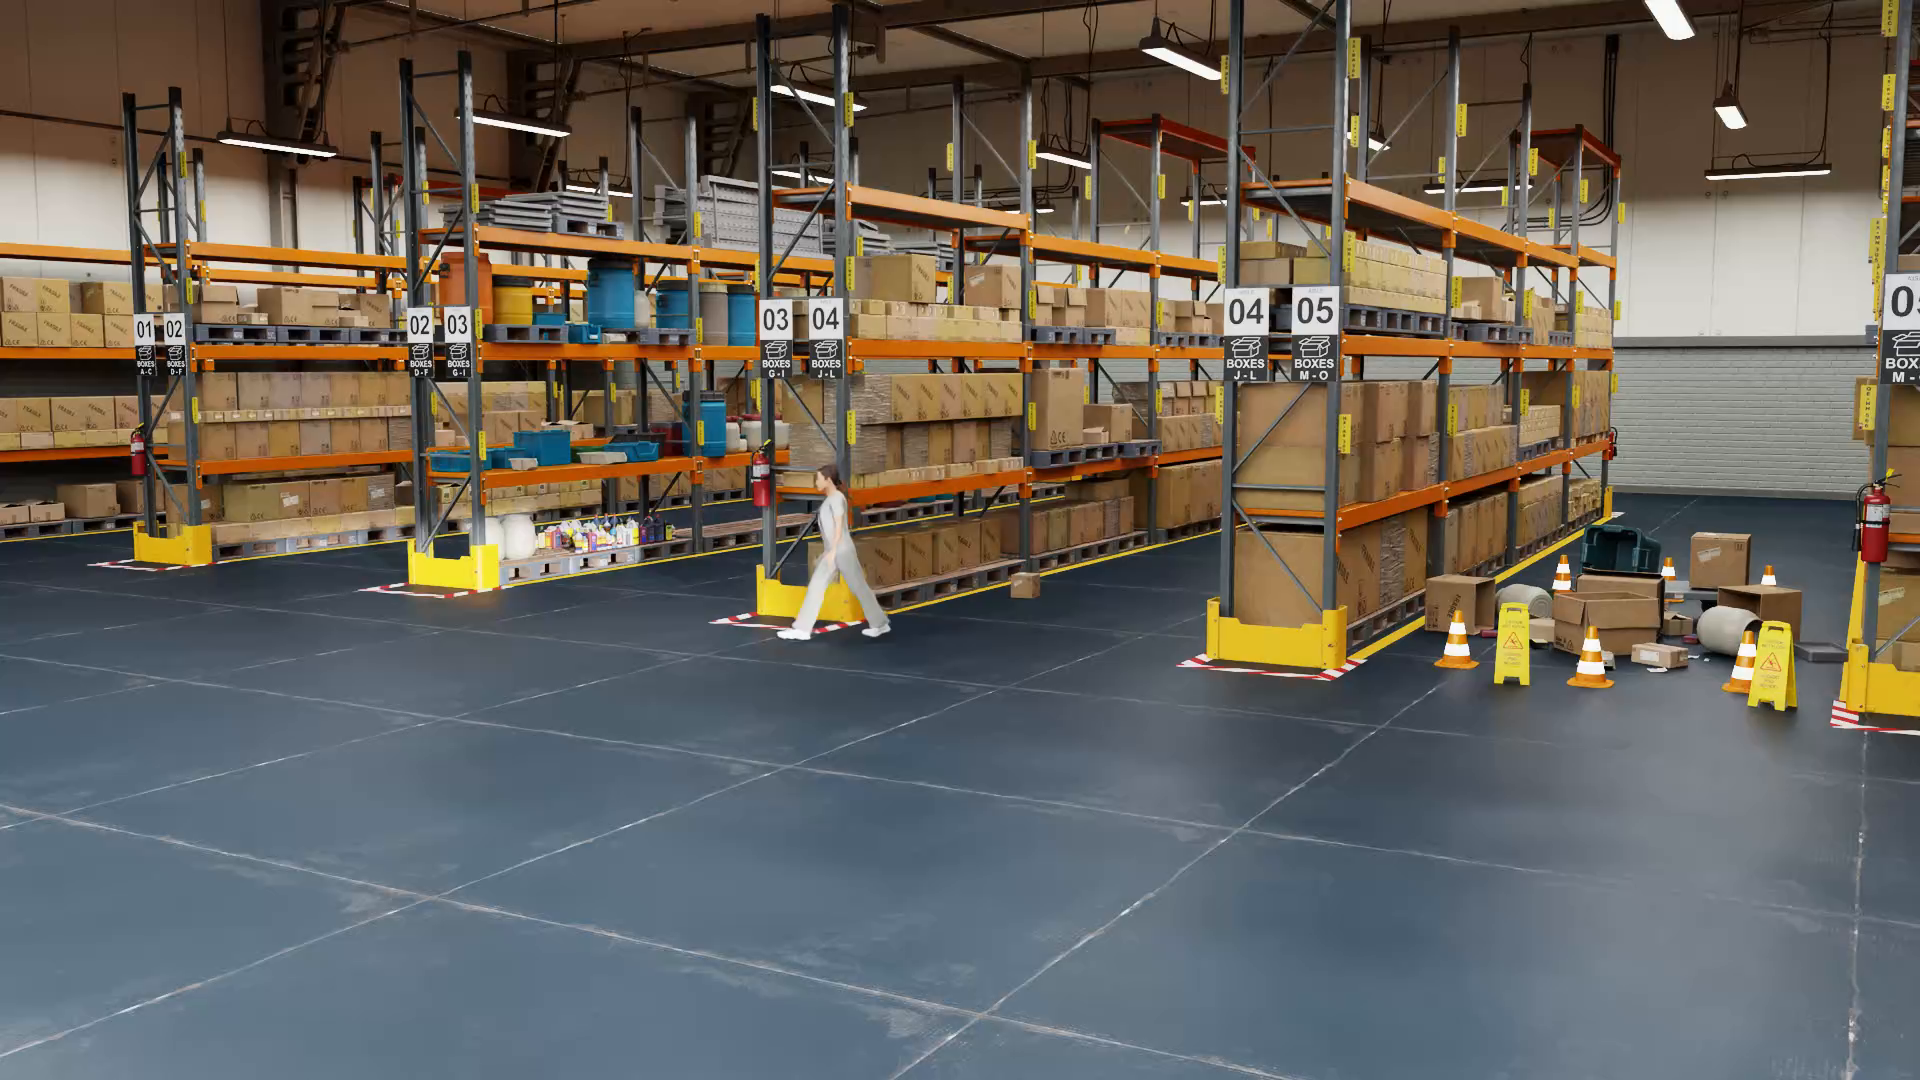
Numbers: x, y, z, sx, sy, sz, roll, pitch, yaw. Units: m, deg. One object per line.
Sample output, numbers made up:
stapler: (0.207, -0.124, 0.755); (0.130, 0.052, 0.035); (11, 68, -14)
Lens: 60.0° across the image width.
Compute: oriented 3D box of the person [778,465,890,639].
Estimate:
person: (-1.159, 0.114, 15.317); (1.008, 1.606, 0.527); (-3, 7, -23)
